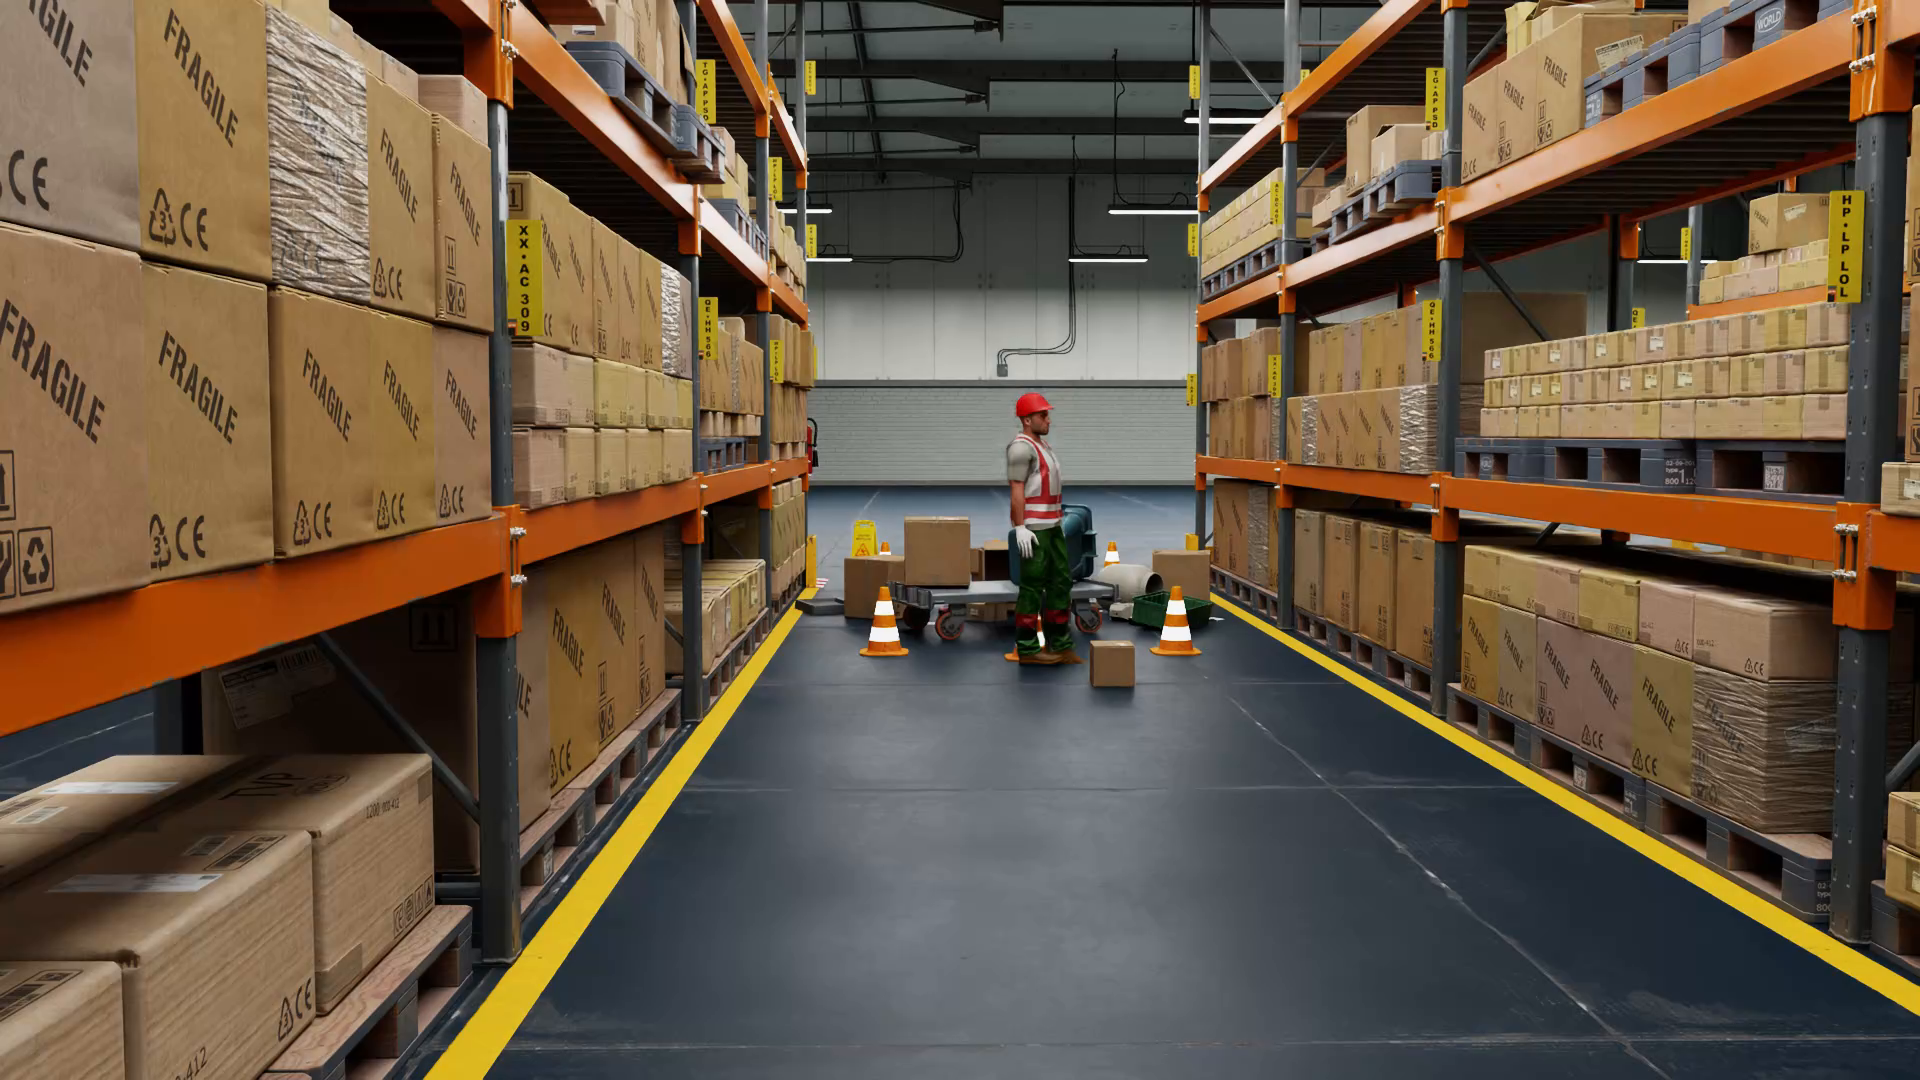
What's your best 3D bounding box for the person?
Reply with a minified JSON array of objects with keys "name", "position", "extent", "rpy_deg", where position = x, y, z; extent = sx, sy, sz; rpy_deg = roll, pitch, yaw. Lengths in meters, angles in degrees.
[{"name":"person","position":[0.575,-0.043,10.896],"extent":[0.480,1.838,0.581],"rpy_deg":[1,4,20]}]
